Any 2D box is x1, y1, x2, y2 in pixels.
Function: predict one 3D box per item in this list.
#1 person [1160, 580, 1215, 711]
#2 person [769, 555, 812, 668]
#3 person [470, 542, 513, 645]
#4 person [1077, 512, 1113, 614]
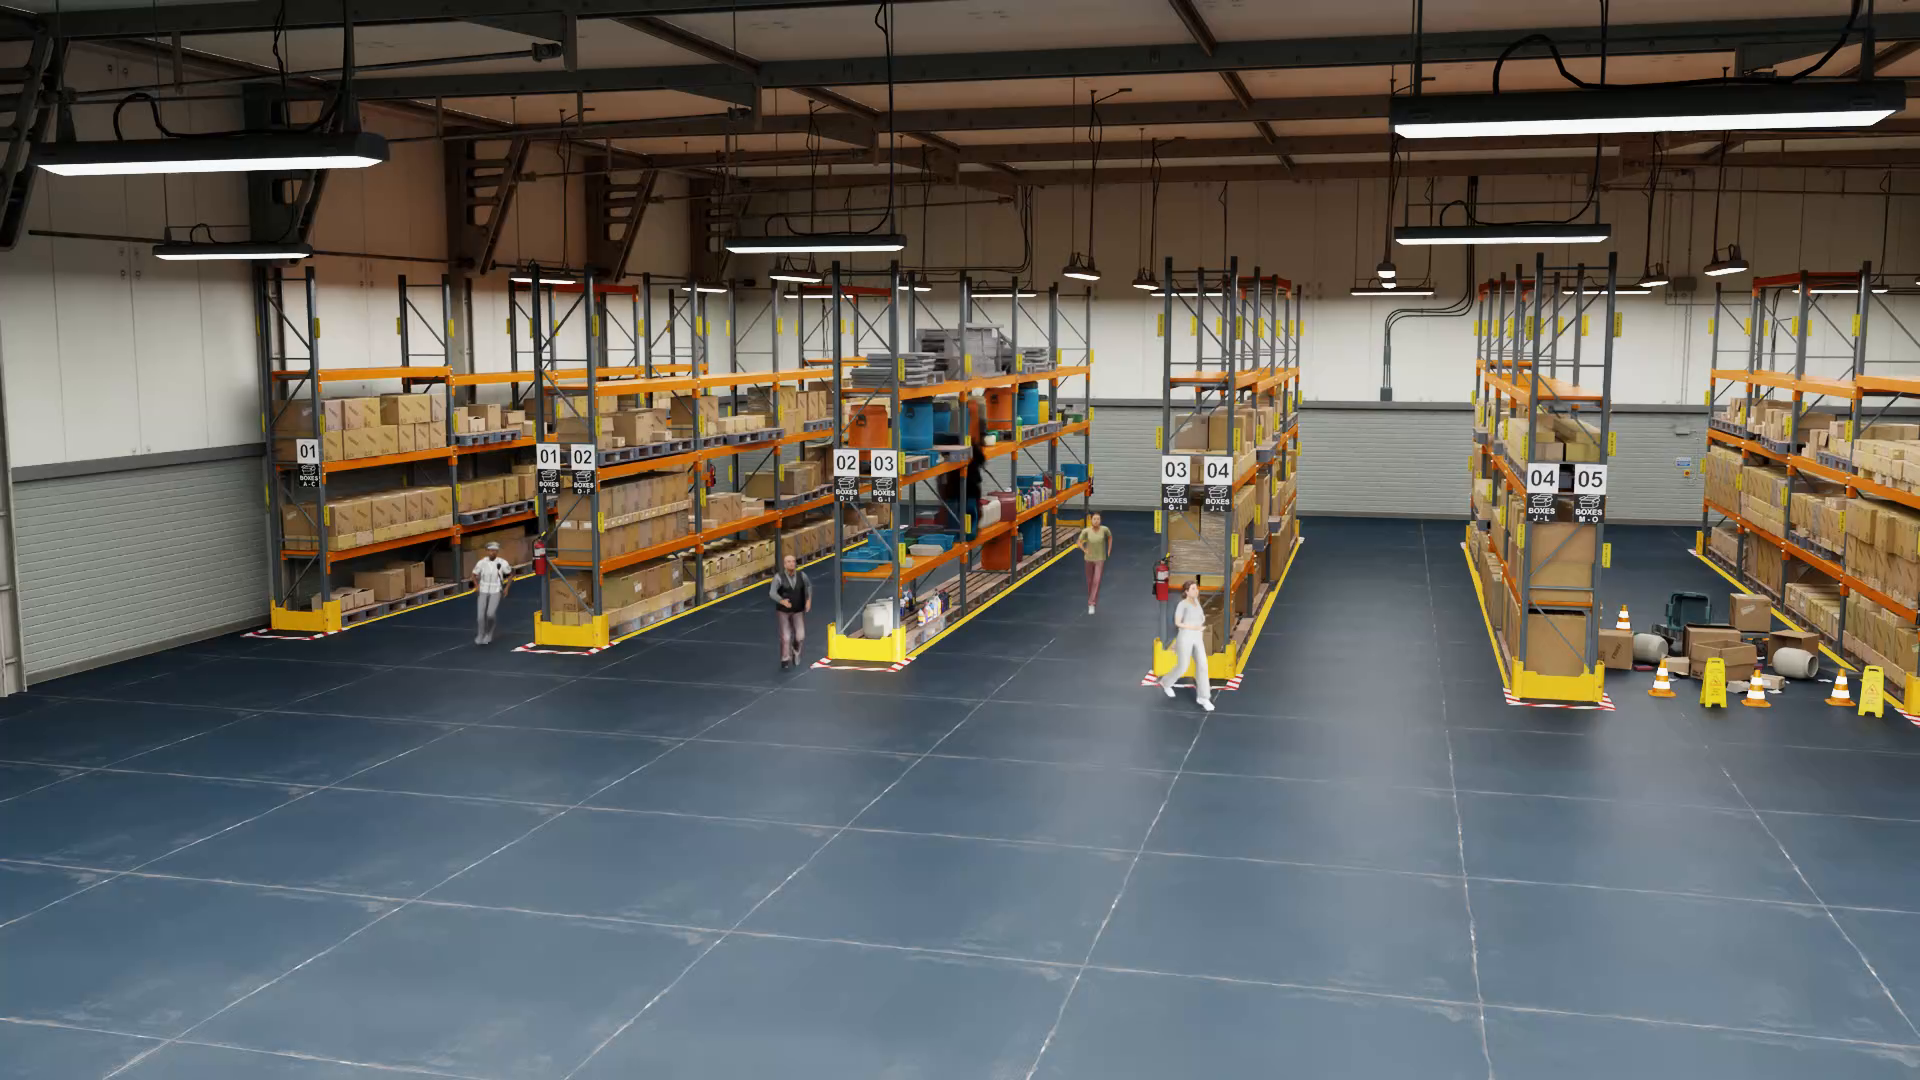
[{"bbox_3d":[3.038,1.370,22.128,0.584,1.699,0.930,-6,9,-38],"label":"person"},{"bbox_3d":[-2.461,1.066,24.480,0.687,1.693,0.612,-2,8,-17],"label":"person"},{"bbox_3d":[-7.449,0.840,26.431,0.637,1.647,0.600,-1,7,-5],"label":"person"},{"bbox_3d":[2.264,0.355,27.914,0.601,1.671,0.871,0,7,2],"label":"person"}]
